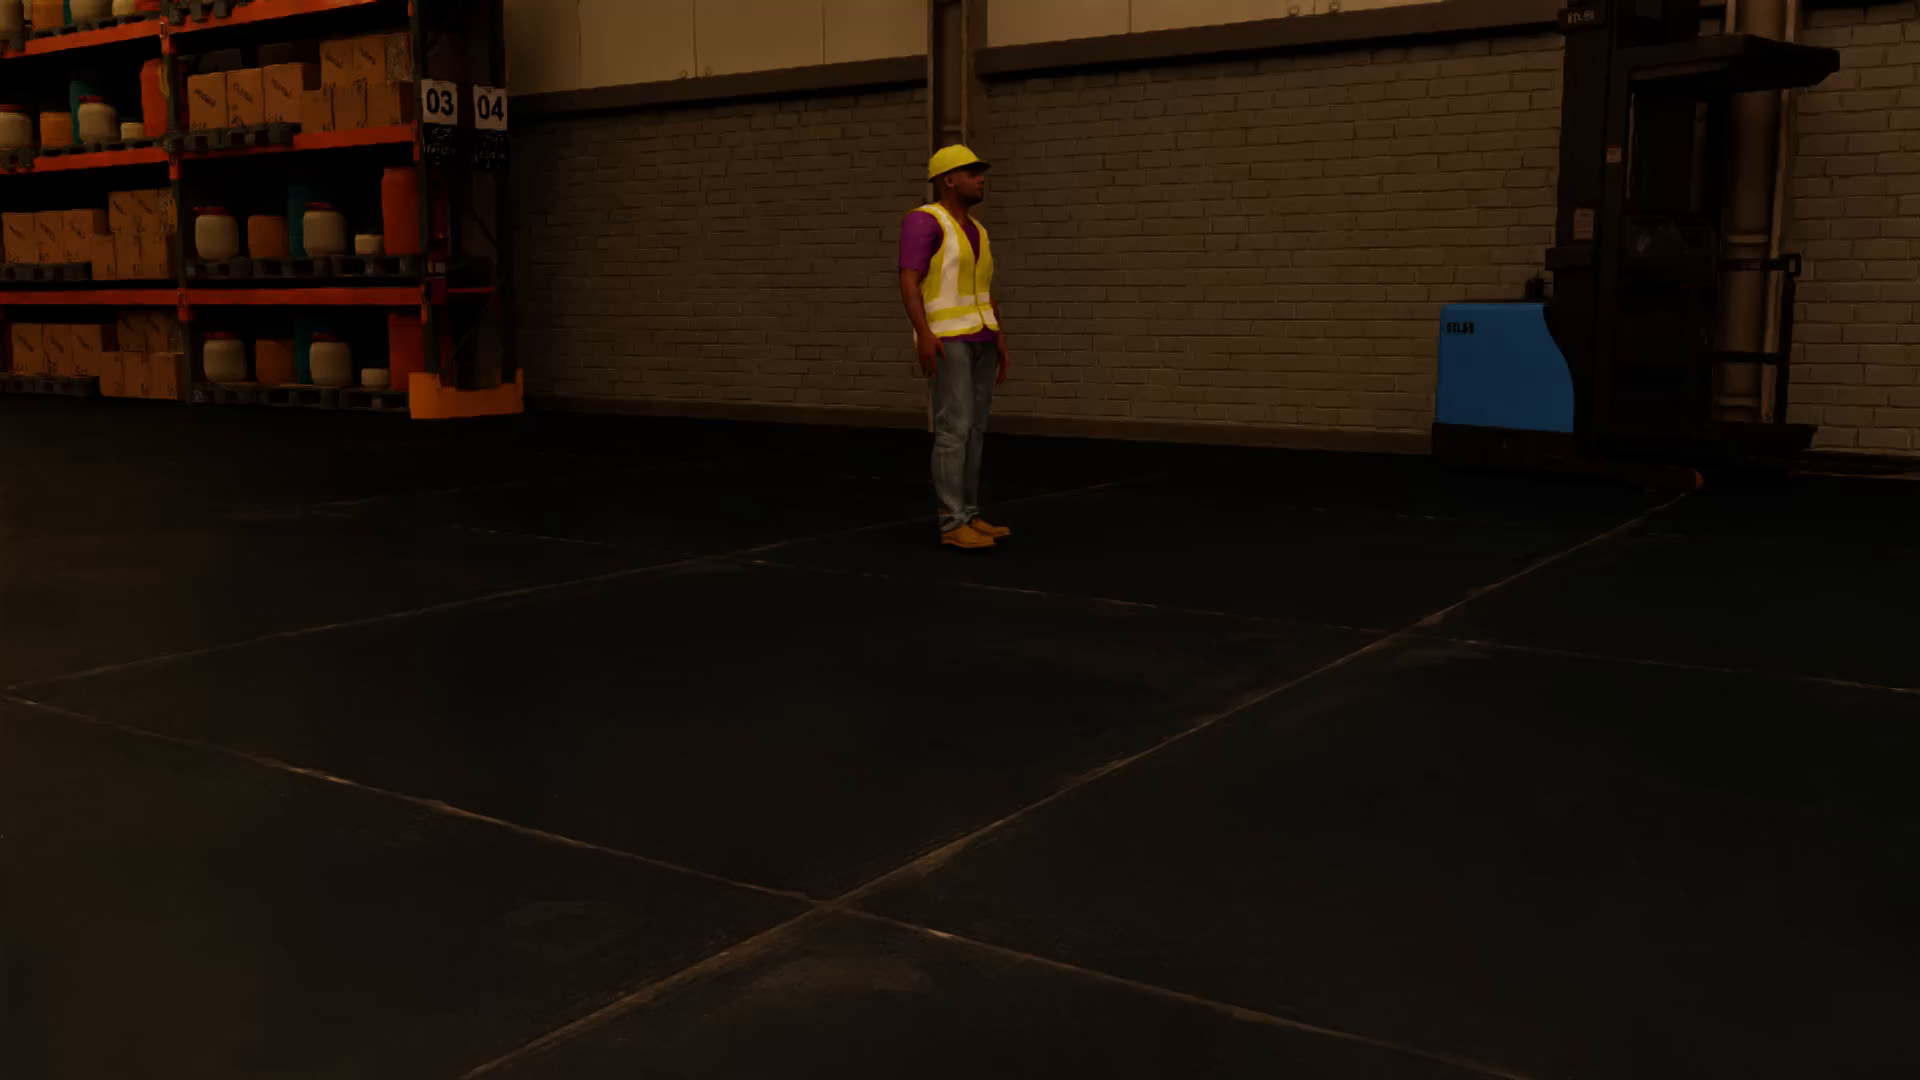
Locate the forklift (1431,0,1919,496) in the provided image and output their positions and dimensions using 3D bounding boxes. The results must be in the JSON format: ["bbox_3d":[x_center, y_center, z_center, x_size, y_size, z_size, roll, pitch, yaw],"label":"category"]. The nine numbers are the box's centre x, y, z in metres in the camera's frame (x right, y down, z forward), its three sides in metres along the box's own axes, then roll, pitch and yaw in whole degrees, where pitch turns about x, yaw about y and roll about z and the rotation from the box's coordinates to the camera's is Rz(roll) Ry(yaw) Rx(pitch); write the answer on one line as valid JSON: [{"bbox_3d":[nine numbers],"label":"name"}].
[{"bbox_3d":[4.322,-1.774,9.668,1.130,2.935,3.031,-6,10,-36],"label":"forklift"}]

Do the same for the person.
[{"bbox_3d":[0.055,-0.875,7.435,0.576,1.766,0.665,5,10,34],"label":"person"}]
